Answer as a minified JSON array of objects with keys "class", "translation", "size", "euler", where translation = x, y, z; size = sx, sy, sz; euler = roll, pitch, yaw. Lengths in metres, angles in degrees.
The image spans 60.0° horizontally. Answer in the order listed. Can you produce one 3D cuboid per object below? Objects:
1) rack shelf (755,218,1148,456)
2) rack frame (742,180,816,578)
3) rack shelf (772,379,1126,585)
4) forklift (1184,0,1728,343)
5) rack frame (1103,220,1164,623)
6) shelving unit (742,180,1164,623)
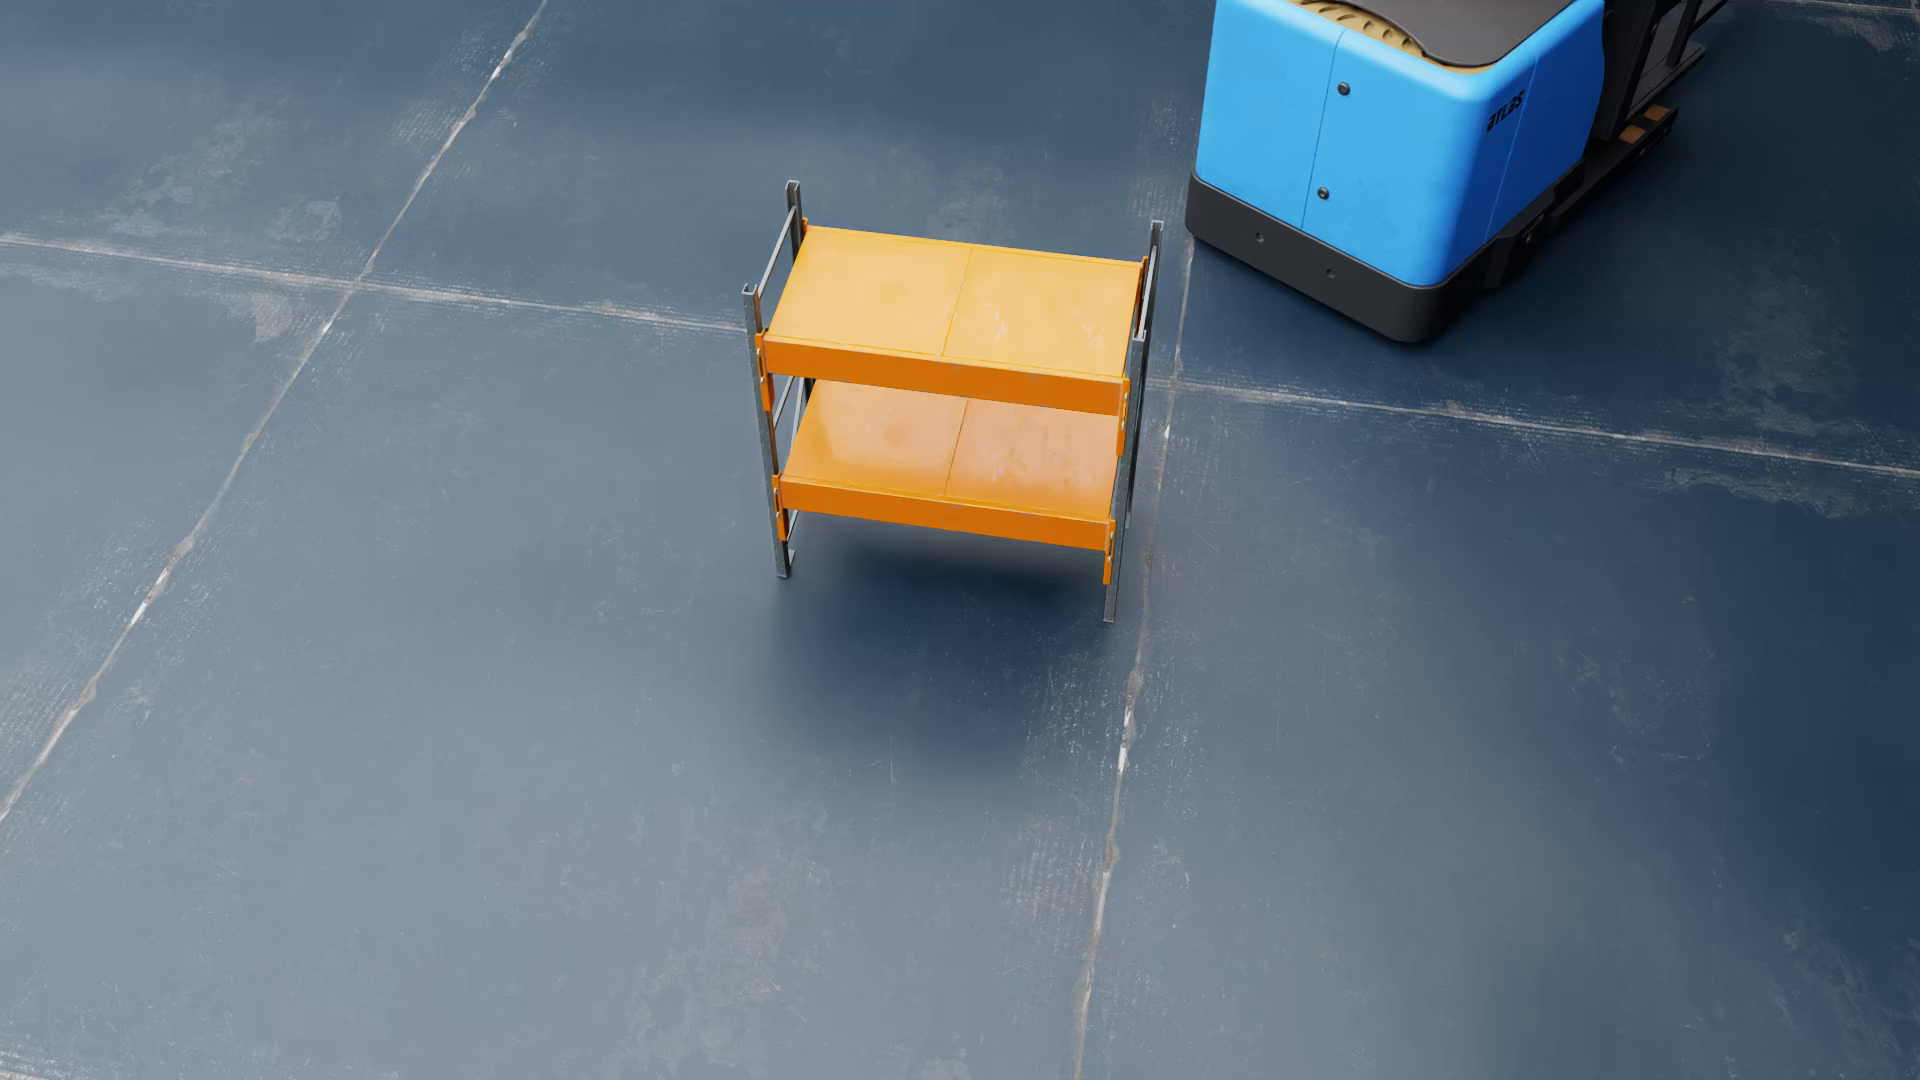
[{"class":"rack shelf","translation":[-0.007,-0.572,4.615],"size":[1.000,0.278,0.538],"euler":[8,49,7]},{"class":"rack frame","translation":[-0.507,-0.444,4.893],"size":[0.032,1.125,0.500],"euler":[8,49,7]},{"class":"rack shelf","translation":[-0.007,-0.213,5.014],"size":[1.000,0.278,0.538],"euler":[8,49,7]},{"class":"forklift","translation":[2.204,-2.676,5.684],"size":[1.130,2.935,3.031],"euler":[34,56,27]},{"class":"rack frame","translation":[0.494,-0.310,4.772],"size":[0.032,1.125,0.500],"euler":[8,49,7]},{"class":"shelving unit","translation":[-0.007,-0.377,4.832],"size":[1.048,1.125,0.538],"euler":[8,49,7]}]
